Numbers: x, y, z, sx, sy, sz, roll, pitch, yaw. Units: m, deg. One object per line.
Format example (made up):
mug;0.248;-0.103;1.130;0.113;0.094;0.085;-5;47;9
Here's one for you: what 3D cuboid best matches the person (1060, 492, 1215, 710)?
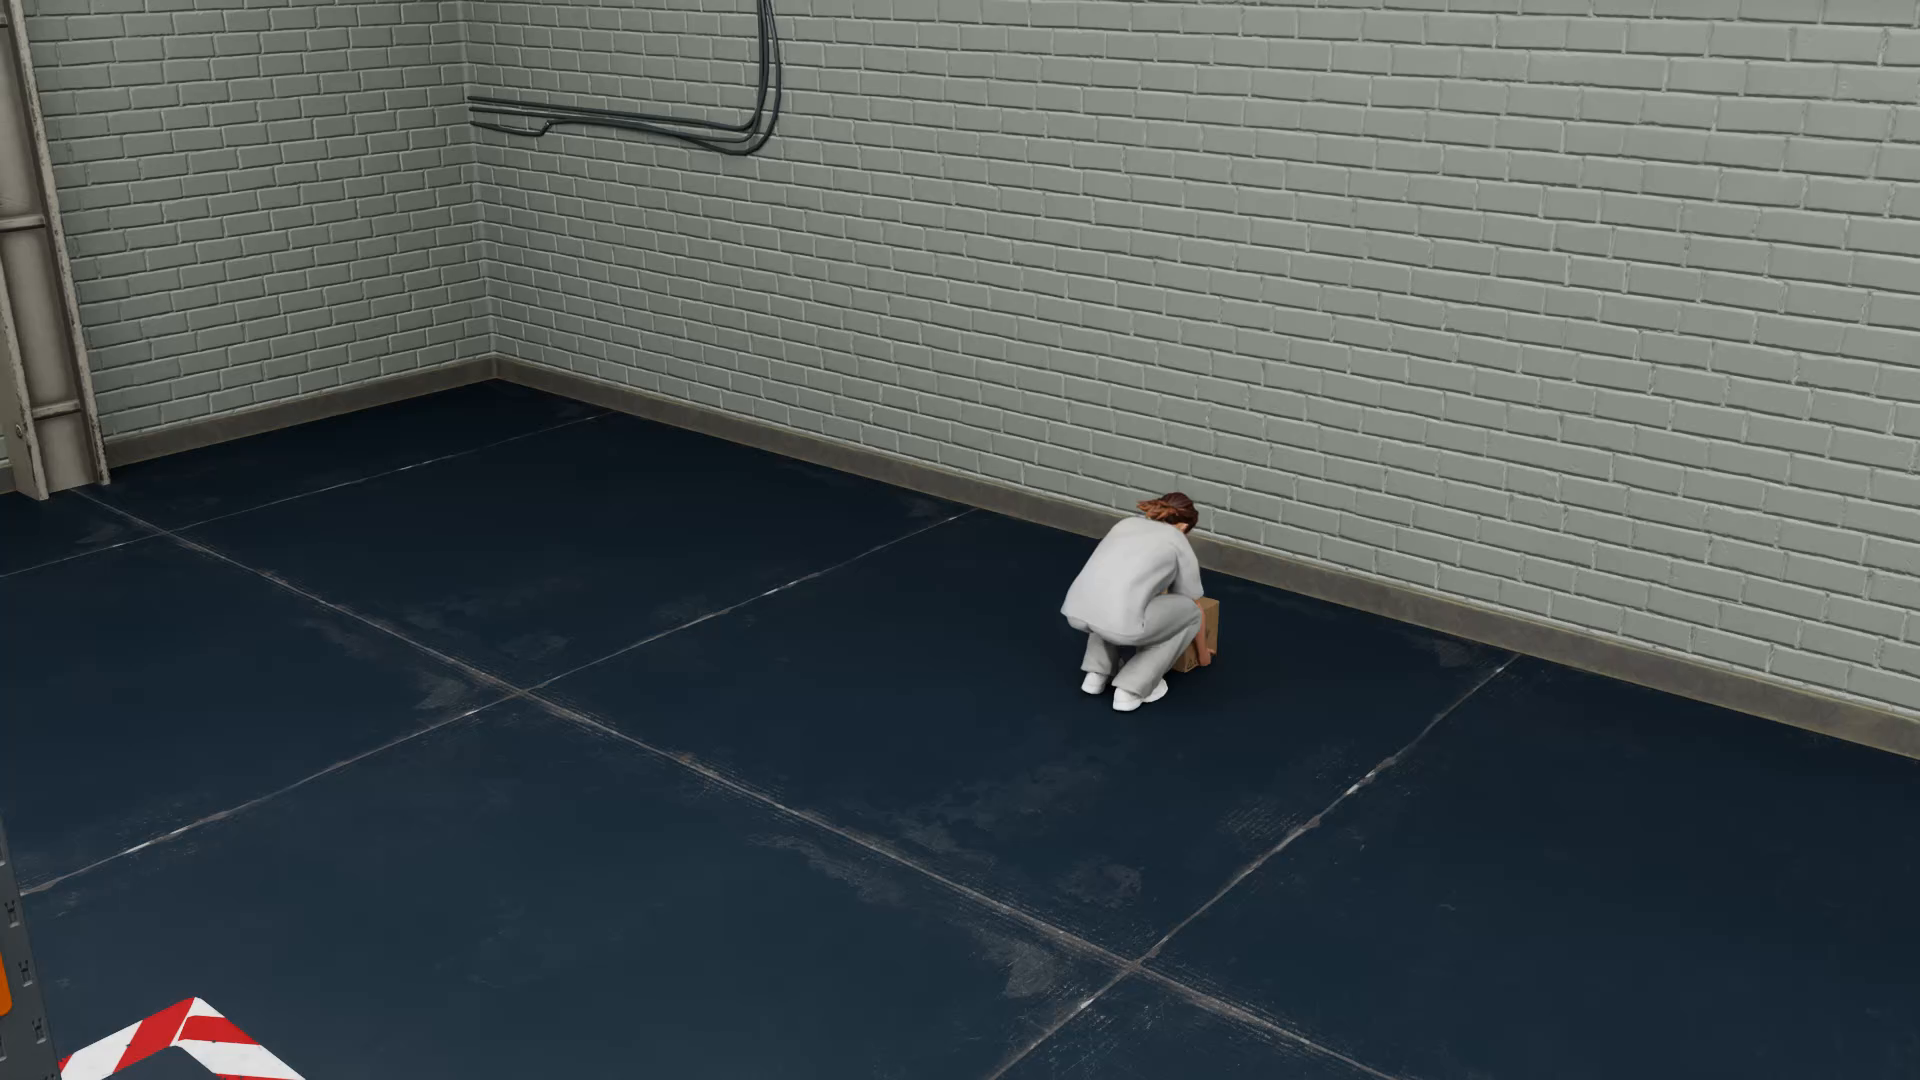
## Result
person;0.739;0.263;6.800;0.459;0.816;0.836;15;25;36
